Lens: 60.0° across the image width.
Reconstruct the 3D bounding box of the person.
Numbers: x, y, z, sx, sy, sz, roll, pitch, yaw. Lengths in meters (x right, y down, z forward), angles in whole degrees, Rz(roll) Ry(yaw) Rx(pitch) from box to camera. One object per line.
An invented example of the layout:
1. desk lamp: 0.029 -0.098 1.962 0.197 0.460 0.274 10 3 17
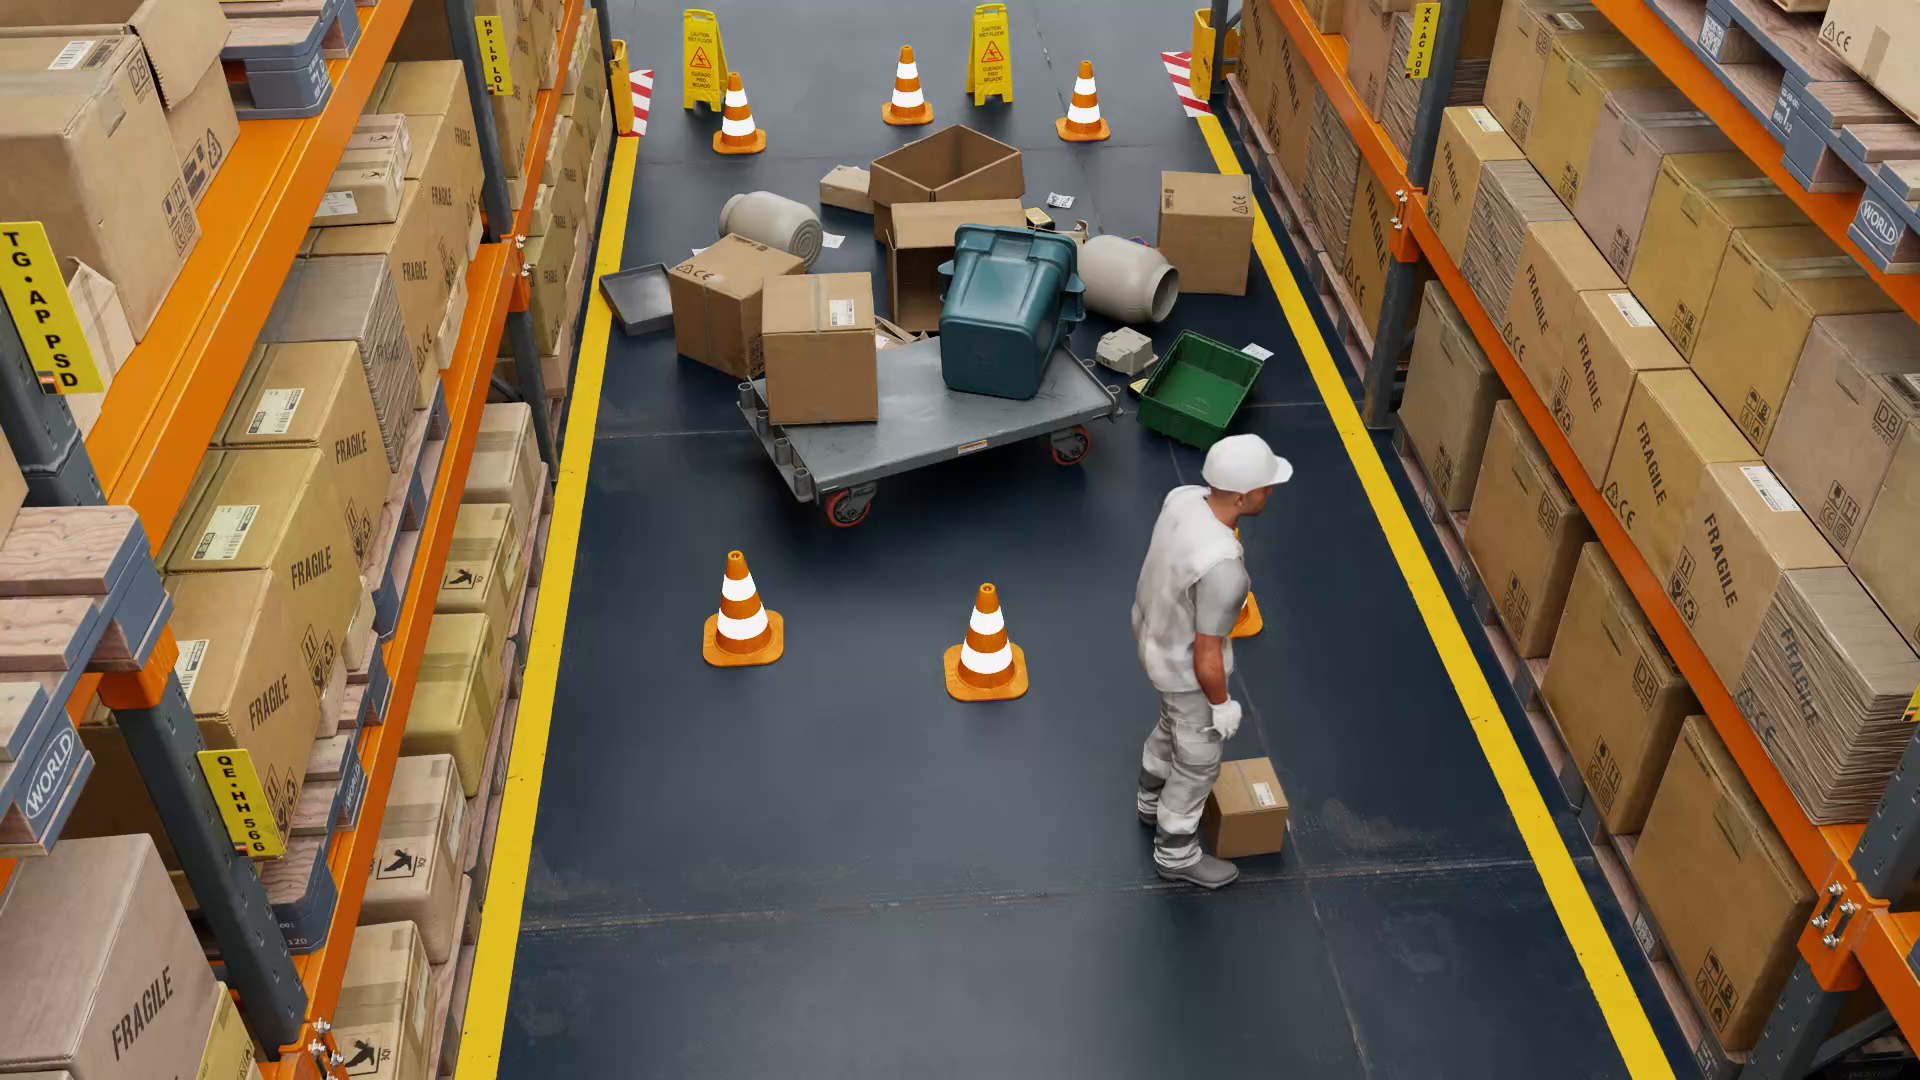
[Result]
1. person: 0.816 0.401 5.643 0.454 1.779 0.620 -4 39 -5
